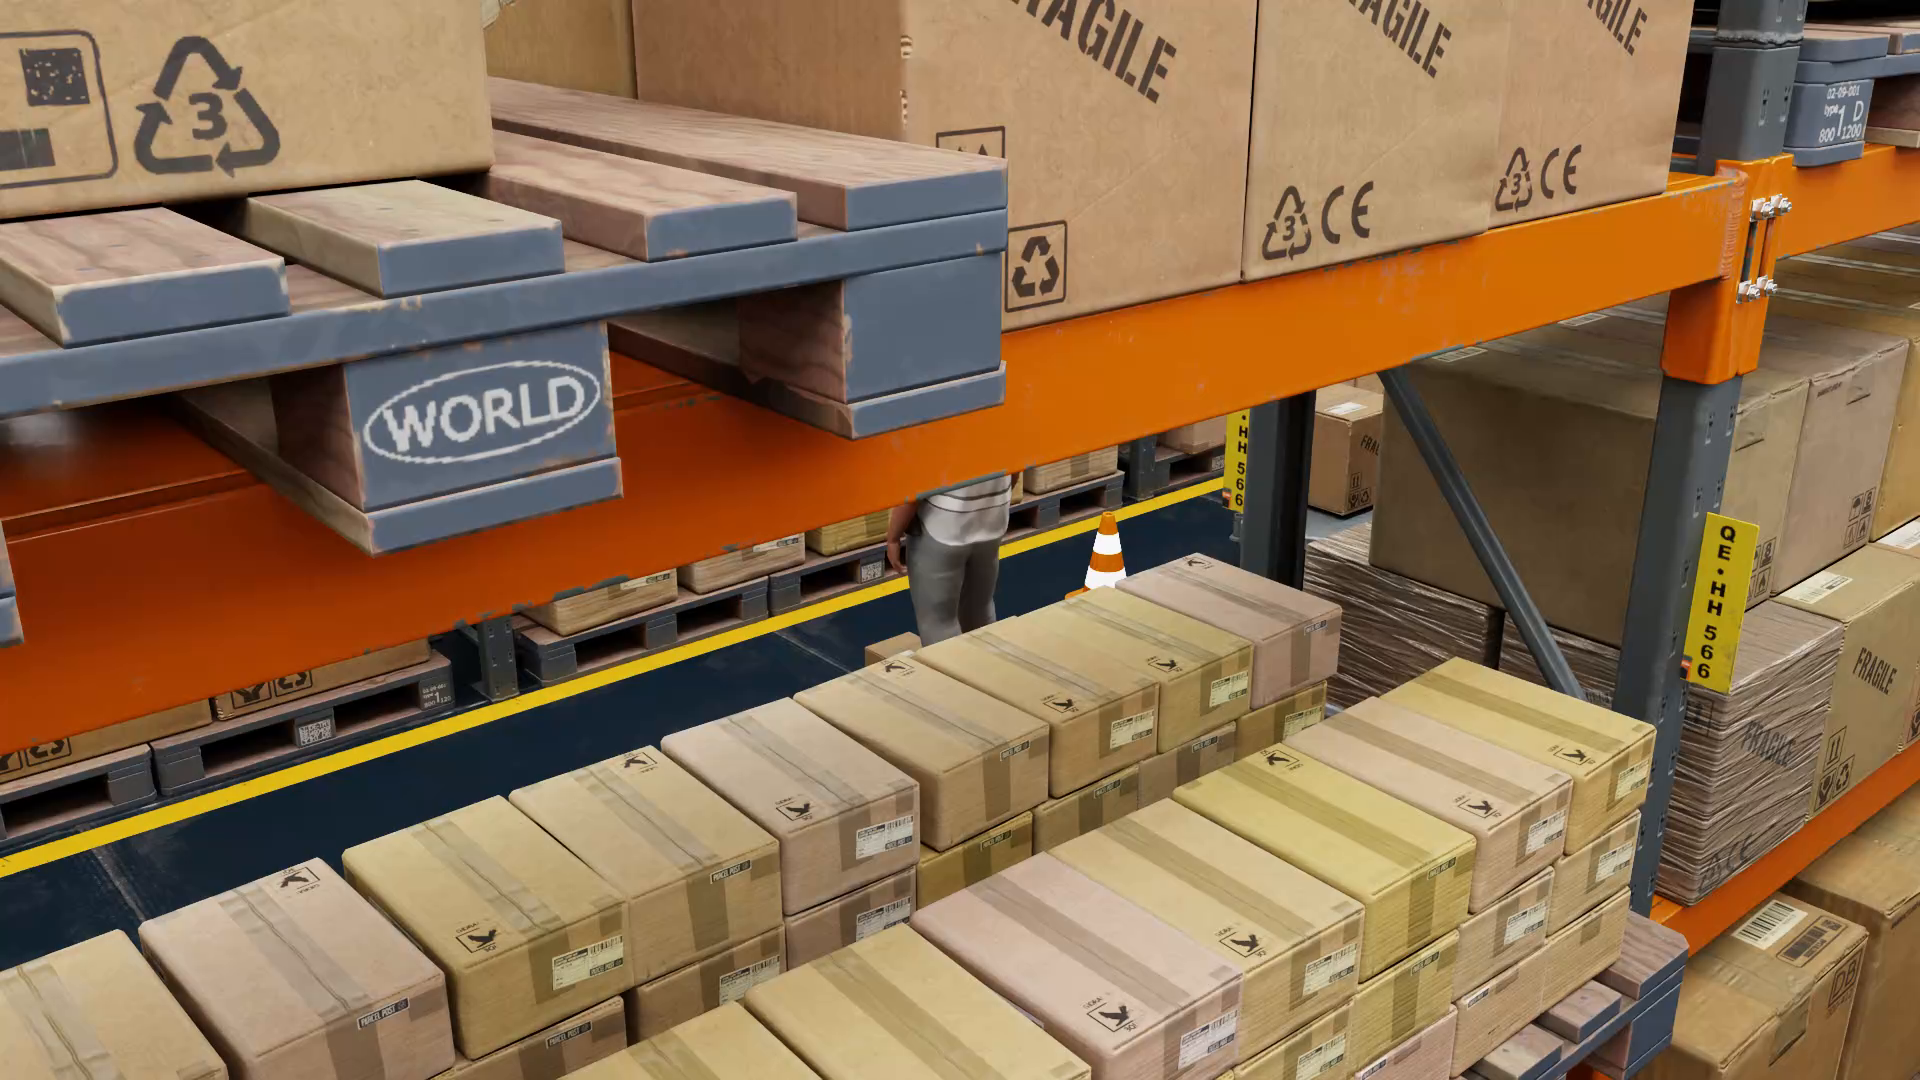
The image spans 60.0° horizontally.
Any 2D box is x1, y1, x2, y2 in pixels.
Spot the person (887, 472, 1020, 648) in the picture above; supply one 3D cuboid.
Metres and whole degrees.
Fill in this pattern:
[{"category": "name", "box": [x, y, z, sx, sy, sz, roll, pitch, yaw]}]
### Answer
[{"category": "person", "box": [-0.071, -0.094, 6.748, 0.641, 1.782, 0.573, -17, 27, -37]}]
